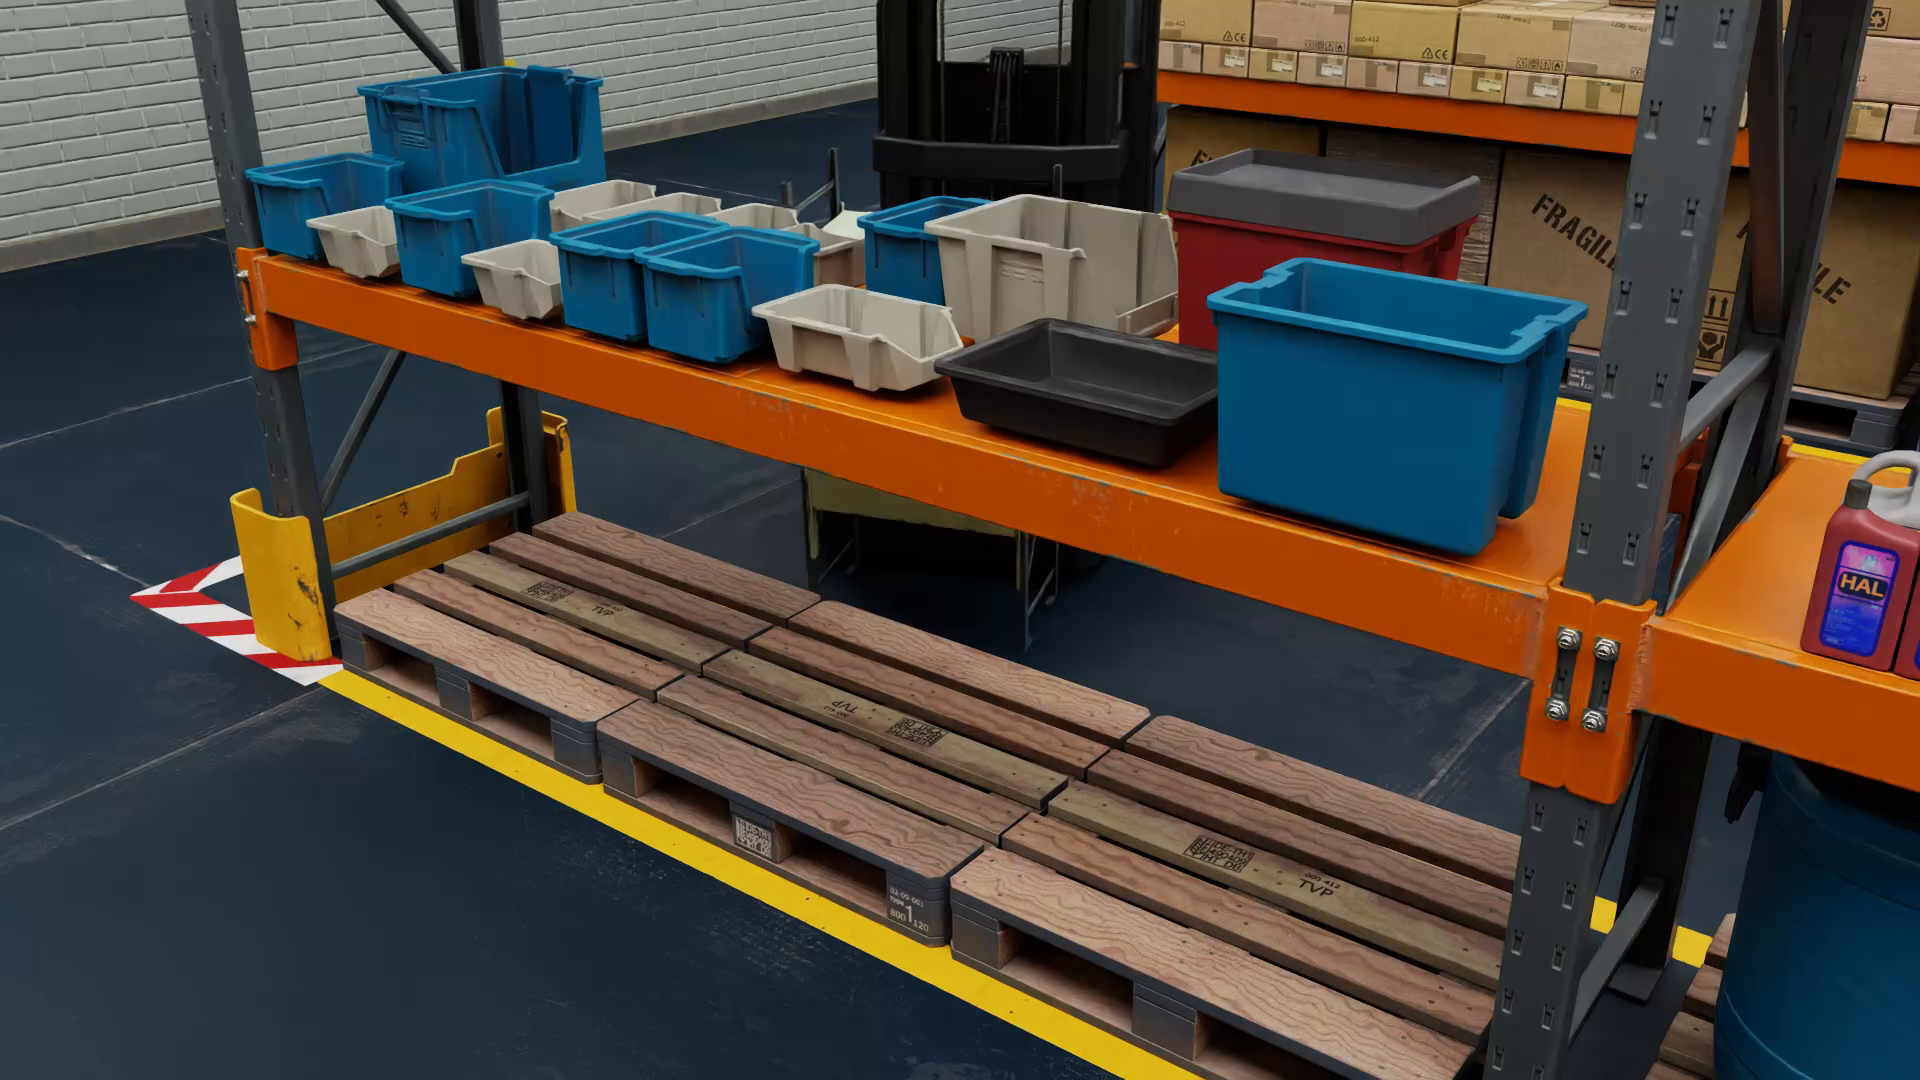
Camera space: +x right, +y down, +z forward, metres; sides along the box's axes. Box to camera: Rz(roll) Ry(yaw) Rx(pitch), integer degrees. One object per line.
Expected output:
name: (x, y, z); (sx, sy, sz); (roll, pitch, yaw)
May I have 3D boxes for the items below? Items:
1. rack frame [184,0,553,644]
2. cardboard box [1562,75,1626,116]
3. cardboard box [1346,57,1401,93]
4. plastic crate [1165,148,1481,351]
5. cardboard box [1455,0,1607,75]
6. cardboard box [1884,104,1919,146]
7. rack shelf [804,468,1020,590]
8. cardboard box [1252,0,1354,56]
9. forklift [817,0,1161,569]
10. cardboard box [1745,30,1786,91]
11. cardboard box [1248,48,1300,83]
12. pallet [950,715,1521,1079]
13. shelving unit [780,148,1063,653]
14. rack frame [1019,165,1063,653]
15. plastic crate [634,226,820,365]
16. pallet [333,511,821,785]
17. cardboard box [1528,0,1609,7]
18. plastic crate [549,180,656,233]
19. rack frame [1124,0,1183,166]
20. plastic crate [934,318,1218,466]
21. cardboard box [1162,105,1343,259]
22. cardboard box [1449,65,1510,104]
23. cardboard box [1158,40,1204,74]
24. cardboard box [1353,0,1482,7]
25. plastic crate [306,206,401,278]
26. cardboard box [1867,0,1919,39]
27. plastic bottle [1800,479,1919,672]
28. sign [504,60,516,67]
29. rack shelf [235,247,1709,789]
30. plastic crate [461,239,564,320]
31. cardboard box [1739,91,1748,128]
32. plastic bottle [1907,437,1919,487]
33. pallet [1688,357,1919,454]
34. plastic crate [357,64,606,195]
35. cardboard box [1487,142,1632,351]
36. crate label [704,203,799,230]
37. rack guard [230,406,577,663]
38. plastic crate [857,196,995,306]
rack frame: (-1.845, -1.195, 5.241); (0.127, 3.000, 1.000); (17, 29, 33)
cardboard box: (2.857, -1.989, 7.356); (0.250, 0.149, 0.380); (16, 29, 32)
cardboard box: (2.035, -2.238, 7.920); (0.250, 0.149, 0.380); (16, 28, 32)
plastic crate: (0.791, -0.581, 3.695); (0.583, 0.464, 0.402); (17, 29, 33)
cardboard box: (2.588, -2.286, 7.536); (0.500, 0.250, 0.500); (16, 28, 32)
cardboard box: (3.886, -1.679, 6.651); (0.250, 0.149, 0.380); (17, 29, 34)
rack shelf: (-0.090, -0.146, 5.473); (0.720, 0.370, 0.431); (8, 30, 17)
cardboard box: (1.767, -2.534, 8.097); (0.500, 0.250, 0.500); (16, 29, 33)
forklift: (0.268, -1.806, 6.714); (1.130, 2.935, 3.031); (5, 24, 10)
cardboard box: (3.400, -2.039, 6.976); (0.500, 0.250, 0.500); (18, 29, 35)
cardboard box: (1.623, -2.362, 8.202); (0.250, 0.149, 0.380); (16, 28, 32)
pallet: (0.744, 0.883, 3.983); (1.213, 0.211, 1.003); (17, 29, 33)
shelving unit: (-0.096, -0.432, 5.316); (0.755, 1.500, 0.431); (8, 30, 17)
rack frame: (0.251, -0.382, 5.212); (0.023, 1.500, 0.400); (8, 30, 17)
plastic crate: (-0.551, -0.589, 3.999); (0.300, 0.233, 0.416); (17, 29, 33)
pallet: (-1.209, 0.293, 5.323); (1.213, 0.211, 1.003); (17, 29, 33)
cardboard box: (2.904, -2.458, 7.926); (0.500, 0.250, 0.500); (17, 29, 33)
plastic crate: (-1.084, -0.963, 4.968); (0.243, 0.136, 0.396); (17, 29, 33)
rack frame: (1.125, -2.793, 8.868); (0.127, 3.000, 1.000); (17, 29, 33)
plastic crate: (0.299, -0.313, 3.507); (0.590, 0.125, 0.437); (17, 29, 33)
cardboard box: (1.685, -1.884, 8.919); (0.875, 0.875, 0.875); (17, 29, 33)
cardboard box: (2.443, -2.114, 7.639); (0.250, 0.149, 0.380); (16, 28, 32)
cardboard box: (1.211, -2.486, 8.482); (0.250, 0.149, 0.380); (17, 29, 34)
cardboard box: (2.166, -2.756, 7.672); (0.500, 0.500, 0.500); (16, 28, 32)
plastic crate: (-1.638, -0.831, 4.669); (0.298, 0.136, 0.250); (17, 29, 33)
cardboard box: (3.798, -2.261, 6.549); (0.500, 0.500, 0.500); (18, 29, 35)
plastic bottle: (1.393, 0.052, 2.556); (0.133, 0.283, 0.061); (17, 29, 33)
sign: (-1.528, -1.451, 5.620); (0.005, 0.325, 0.100); (17, 29, 33)
rack shelf: (-0.245, -0.382, 4.289); (4.000, 0.370, 1.077); (17, 29, 33)
plastic crate: (-1.095, -0.667, 4.297); (0.298, 0.136, 0.250); (17, 29, 33)
cardboard box: (3.268, -1.865, 7.074); (0.250, 0.149, 0.380); (17, 29, 34)
plastic bottle: (1.865, -0.180, 3.092); (0.135, 0.276, 0.152); (17, 29, 33)
pallet: (3.764, -0.759, 7.710); (1.213, 0.211, 1.003); (17, 29, 33)
plastic crate: (-1.465, -1.218, 5.175); (0.499, 0.435, 0.616); (17, 29, 33)
cardboard box: (3.126, -1.448, 7.931); (0.875, 0.875, 0.875); (17, 29, 33)
crate label: (-0.623, -0.829, 4.663); (0.243, 0.136, 0.396); (17, 29, 33)
rack guard: (-1.872, -0.052, 5.749); (0.348, 0.500, 1.175); (17, 29, 33)
plastic crate: (-0.048, -0.732, 4.324); (0.300, 0.233, 0.416); (17, 29, 33)
